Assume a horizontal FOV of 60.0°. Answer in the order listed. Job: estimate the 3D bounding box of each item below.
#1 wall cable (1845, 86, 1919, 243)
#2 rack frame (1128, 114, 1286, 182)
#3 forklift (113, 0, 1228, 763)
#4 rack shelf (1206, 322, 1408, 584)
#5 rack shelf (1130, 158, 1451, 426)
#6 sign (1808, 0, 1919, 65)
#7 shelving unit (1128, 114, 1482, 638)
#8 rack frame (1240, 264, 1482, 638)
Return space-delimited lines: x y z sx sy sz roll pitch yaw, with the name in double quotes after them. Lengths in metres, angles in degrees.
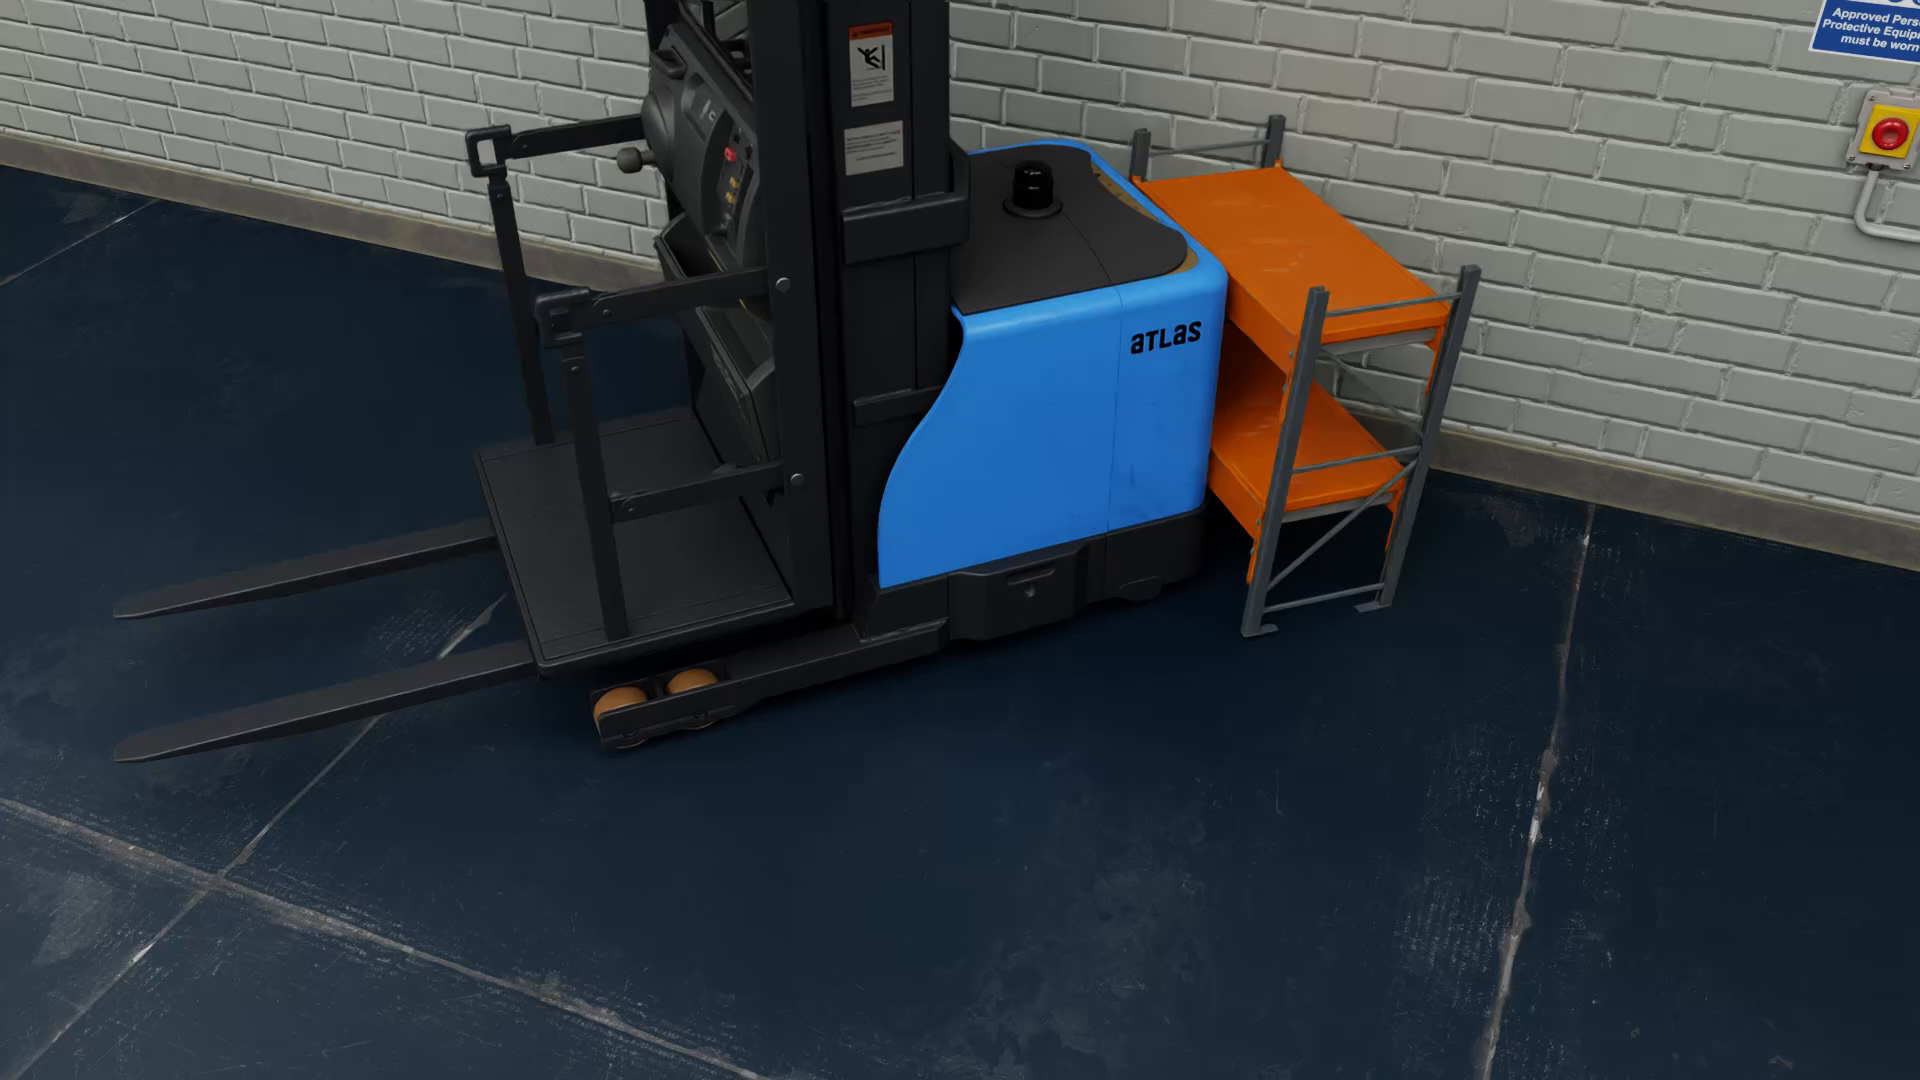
2.443 -1.627 4.046 0.585 1.953 0.123 14 39 18 "wall cable"
0.724 -0.801 5.330 0.500 1.125 0.032 -10 39 -18 "rack frame"
-0.830 -0.971 4.101 3.031 2.935 1.130 -14 39 -18 "forklift"
0.891 -0.313 5.101 0.538 0.278 1.000 -10 39 -18 "rack shelf"
0.921 -0.744 4.781 0.538 0.278 1.000 -10 39 -18 "rack shelf"
2.422 -1.360 4.339 0.327 0.218 0.001 14 39 18 "sign"
0.905 -0.509 4.955 0.538 1.125 1.048 -10 39 -18 "shelving unit"
1.086 -0.218 4.580 0.500 1.125 0.032 -10 39 -18 "rack frame"
